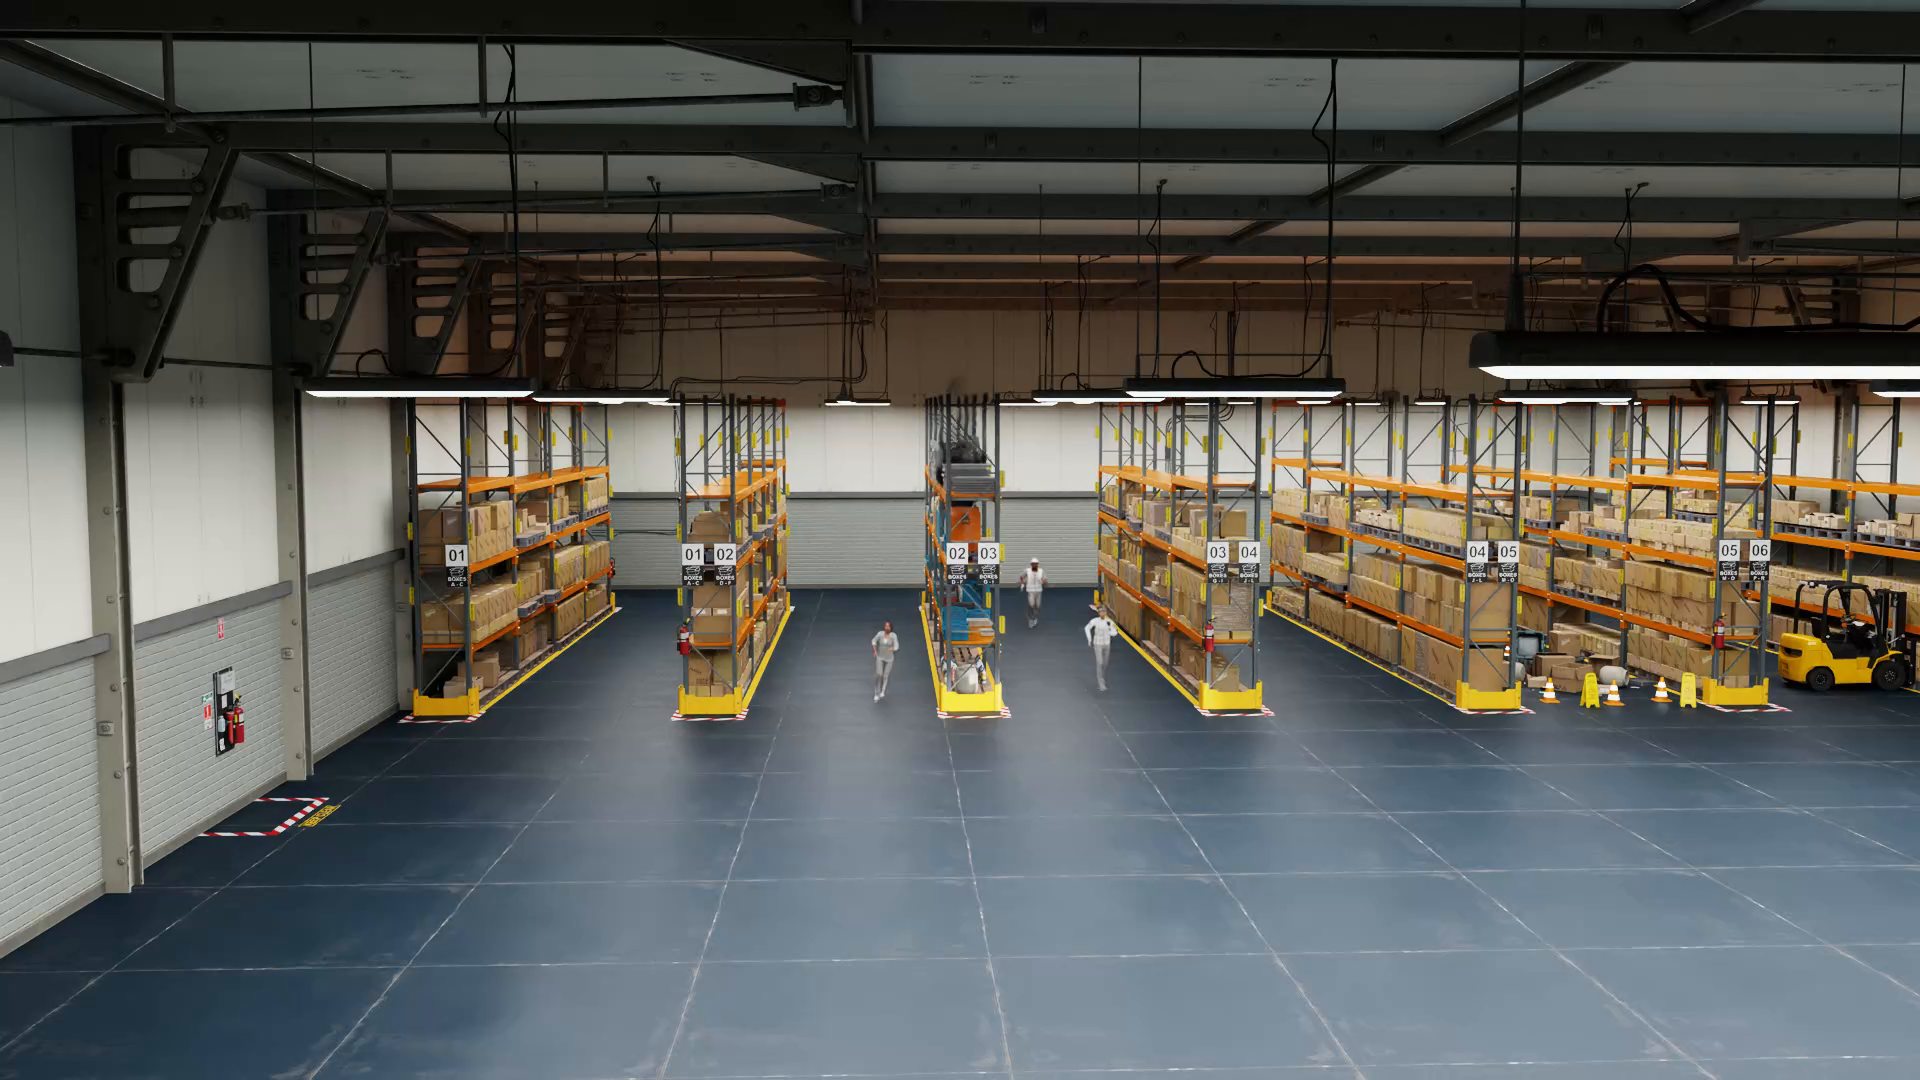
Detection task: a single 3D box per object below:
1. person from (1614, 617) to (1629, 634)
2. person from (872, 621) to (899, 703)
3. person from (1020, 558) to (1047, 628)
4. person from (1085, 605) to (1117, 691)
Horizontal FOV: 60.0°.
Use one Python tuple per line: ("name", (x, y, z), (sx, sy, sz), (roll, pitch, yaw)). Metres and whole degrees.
("person", (16.326, 1.643, 40.749), (0.686, 1.722, 0.589), (0, 5, -5))
("person", (-1.458, 2.378, 32.575), (0.522, 1.622, 0.719), (0, 5, -4))
("person", (1.946, 1.395, 43.590), (0.664, 1.832, 0.757), (-1, 5, -11))
("person", (2.908, 2.166, 34.008), (0.599, 1.708, 0.860), (-1, 5, -12))
